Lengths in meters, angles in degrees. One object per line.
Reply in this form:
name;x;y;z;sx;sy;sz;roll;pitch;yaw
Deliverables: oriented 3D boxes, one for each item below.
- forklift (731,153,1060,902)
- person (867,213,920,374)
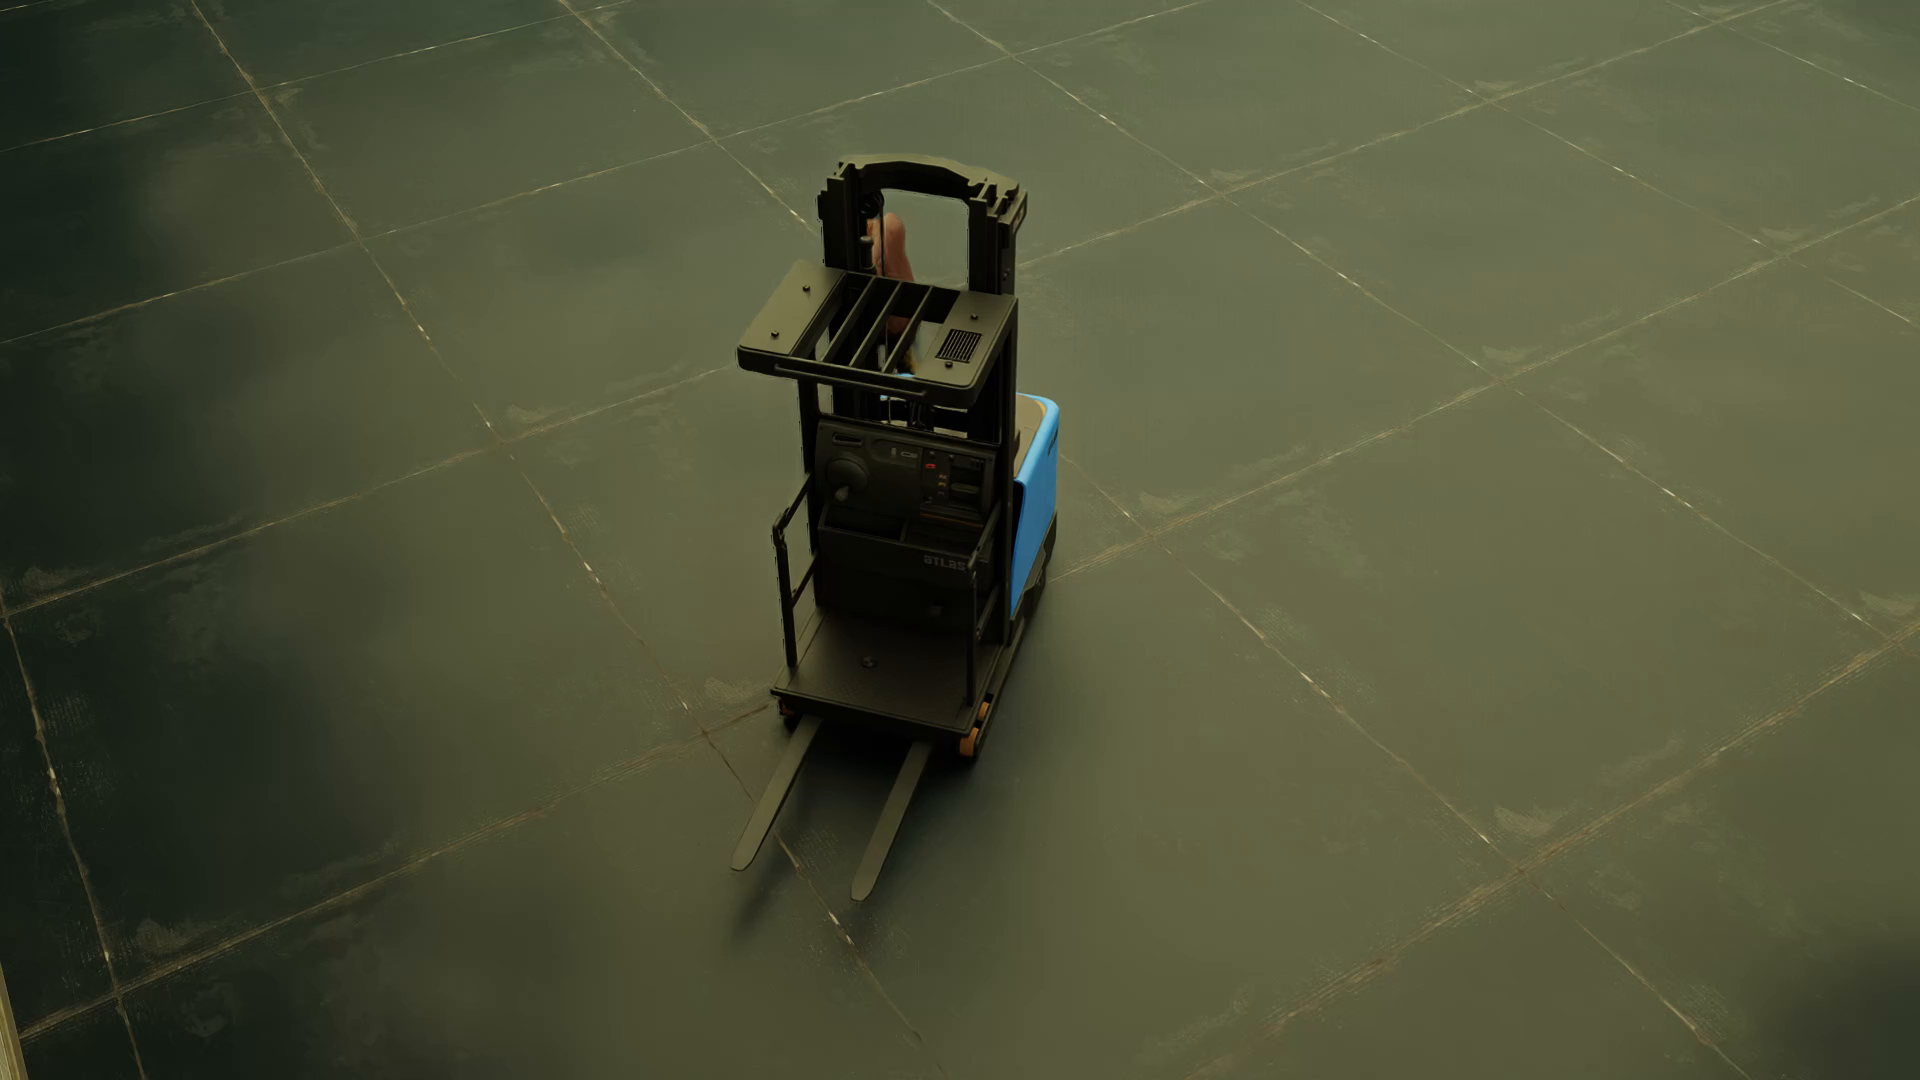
forklift;-0.339;-0.252;8.160;1.130;2.935;3.031;11;42;13
person;-0.502;-1.433;10.632;0.744;1.498;0.749;-33;51;-32
